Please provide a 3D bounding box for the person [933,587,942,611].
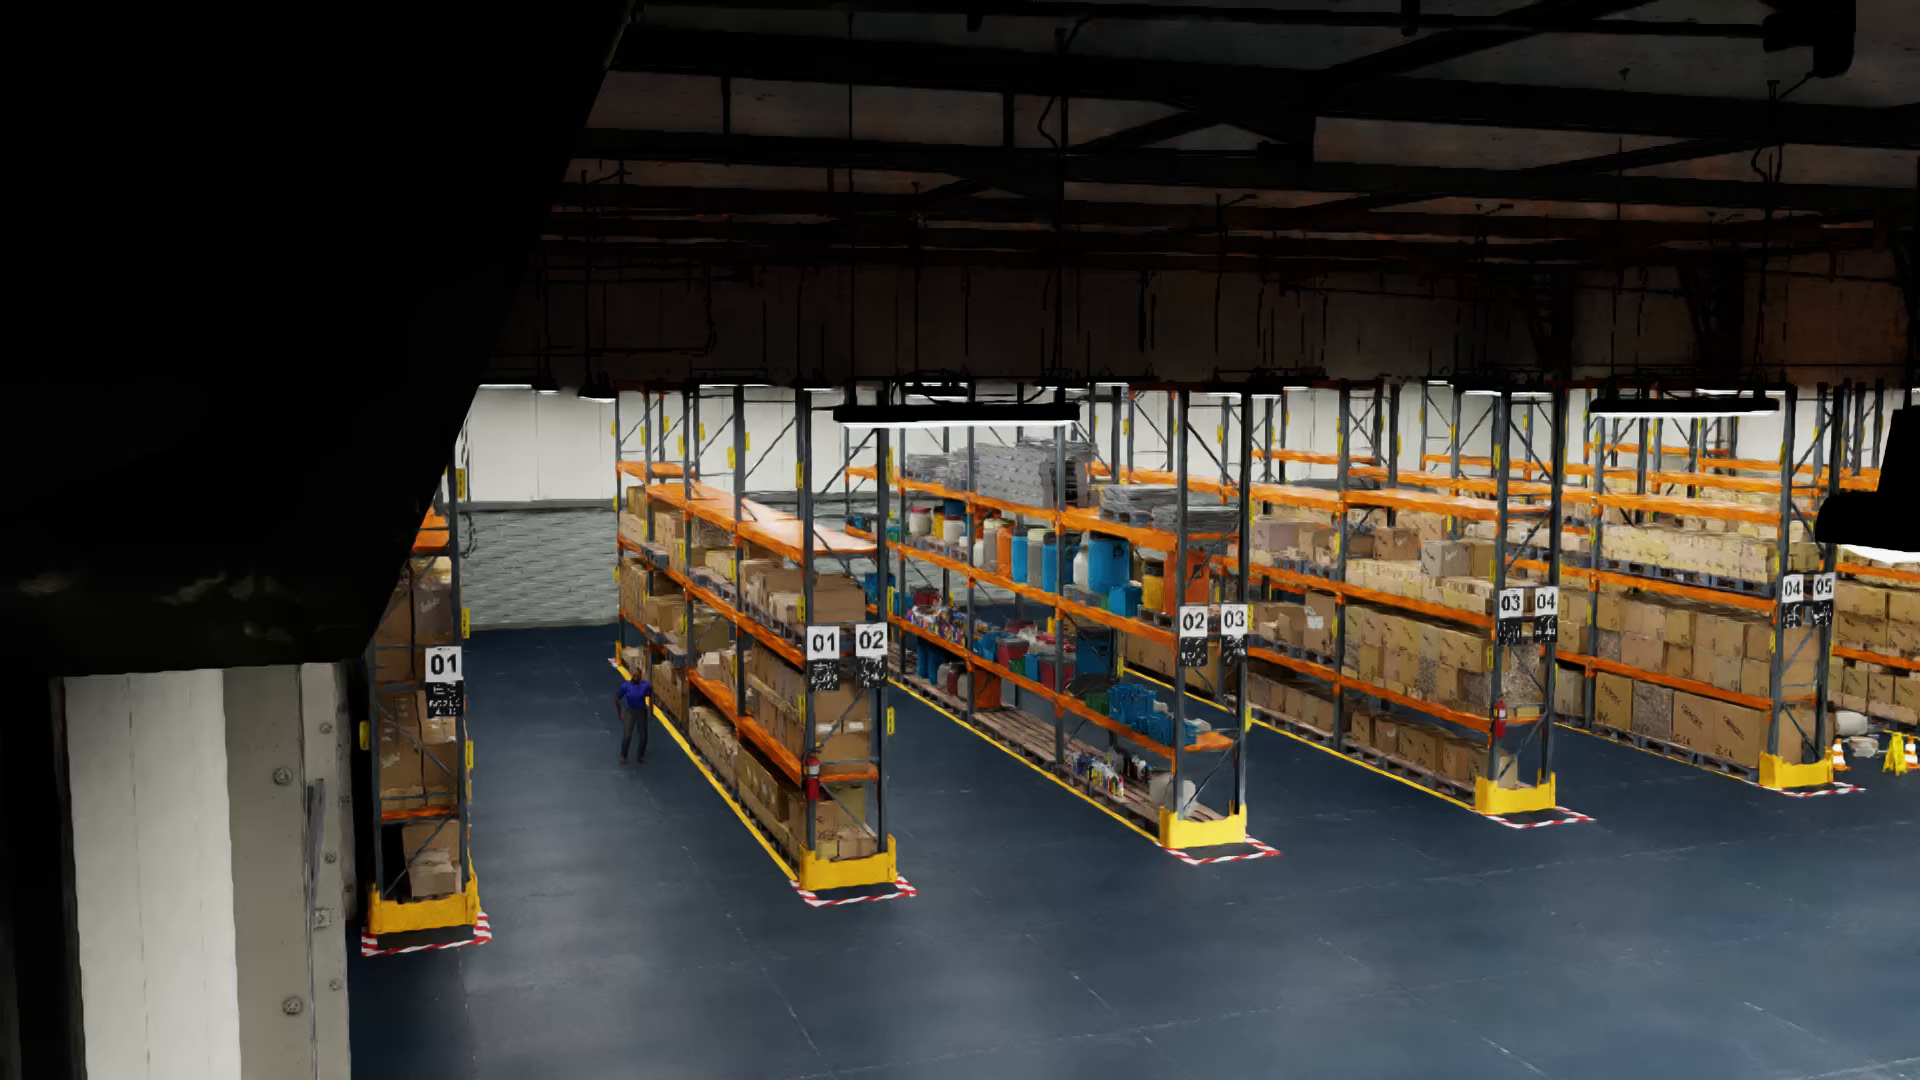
[{"bbox_3d":[-0.482,1.457,35.183,0.555,0.908,0.536,-5,8,-37],"label":"person"}]
